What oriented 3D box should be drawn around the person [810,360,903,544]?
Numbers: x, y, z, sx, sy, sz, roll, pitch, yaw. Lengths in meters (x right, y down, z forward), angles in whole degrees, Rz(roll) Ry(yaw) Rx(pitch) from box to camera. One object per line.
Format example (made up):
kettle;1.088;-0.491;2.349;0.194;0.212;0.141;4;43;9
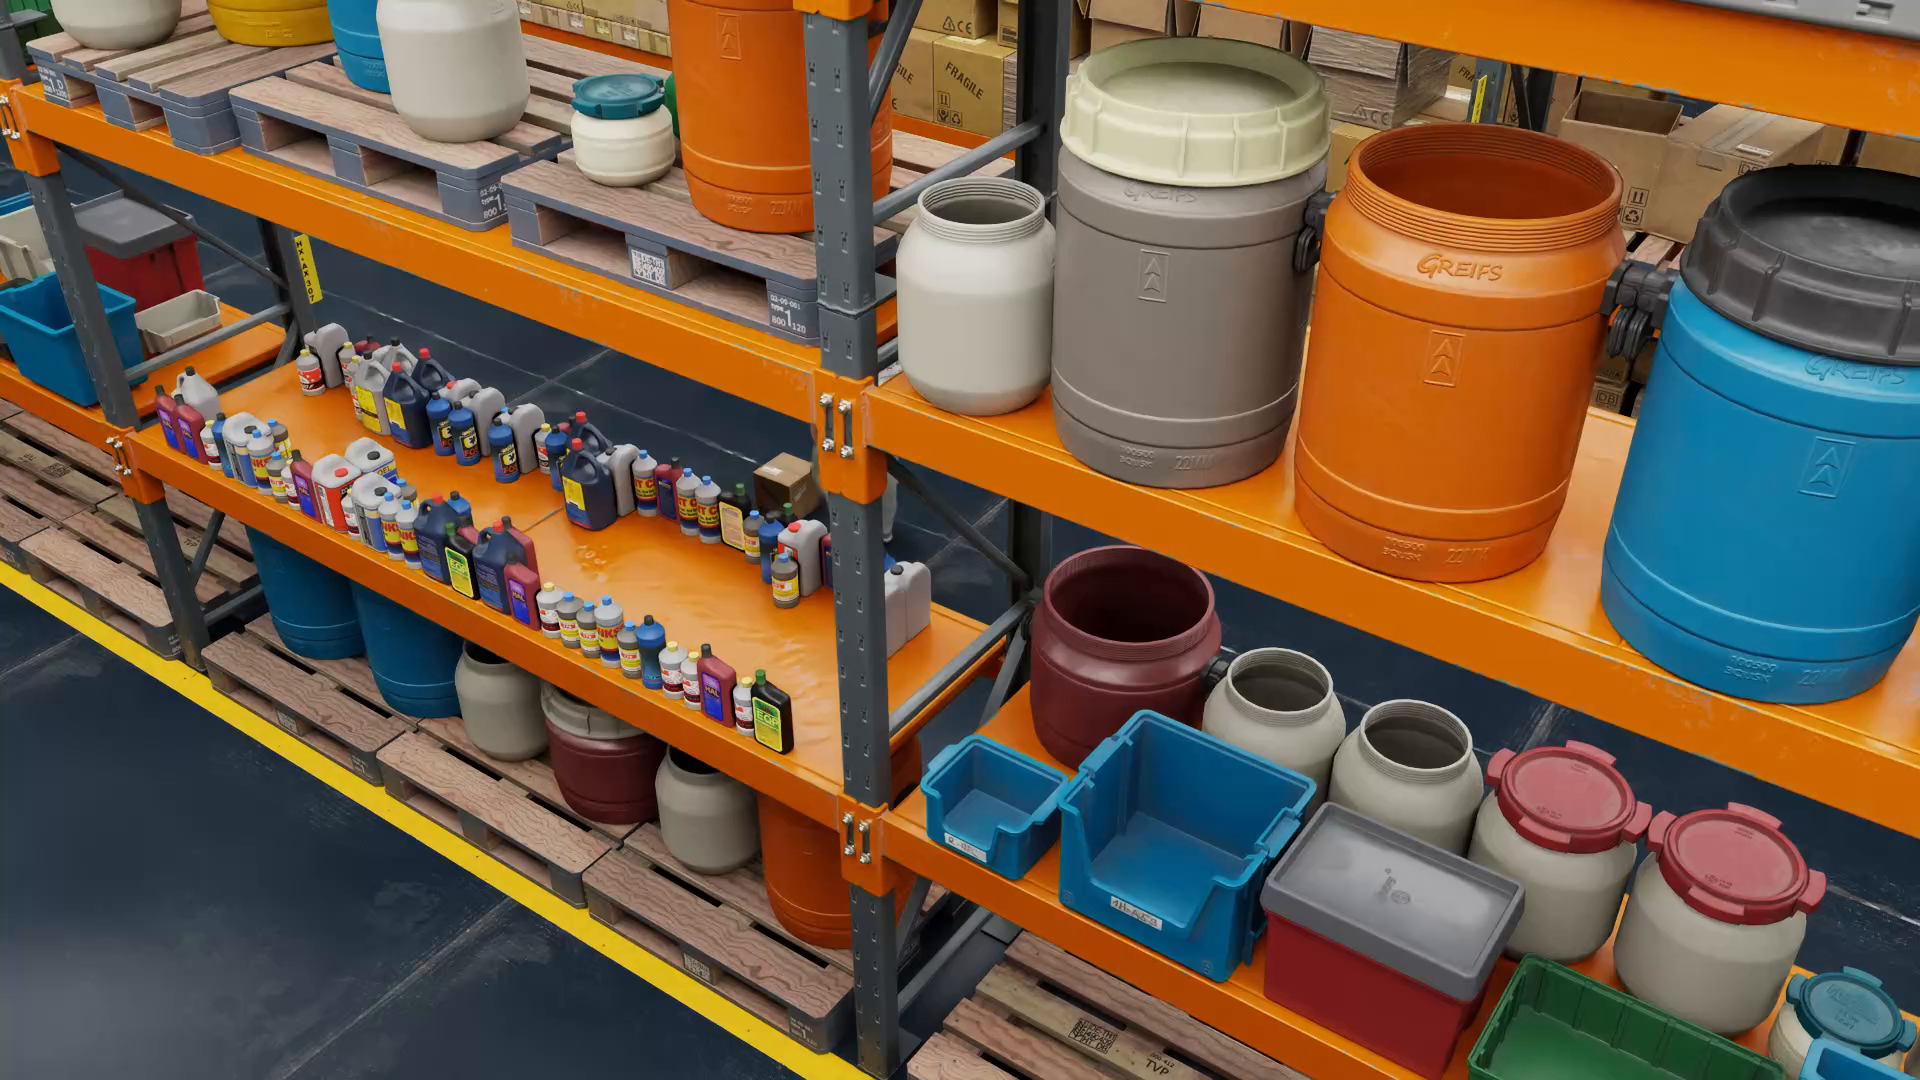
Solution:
person;-0.463;-0.654;8.084;0.582;1.729;0.704;-16;37;-22
